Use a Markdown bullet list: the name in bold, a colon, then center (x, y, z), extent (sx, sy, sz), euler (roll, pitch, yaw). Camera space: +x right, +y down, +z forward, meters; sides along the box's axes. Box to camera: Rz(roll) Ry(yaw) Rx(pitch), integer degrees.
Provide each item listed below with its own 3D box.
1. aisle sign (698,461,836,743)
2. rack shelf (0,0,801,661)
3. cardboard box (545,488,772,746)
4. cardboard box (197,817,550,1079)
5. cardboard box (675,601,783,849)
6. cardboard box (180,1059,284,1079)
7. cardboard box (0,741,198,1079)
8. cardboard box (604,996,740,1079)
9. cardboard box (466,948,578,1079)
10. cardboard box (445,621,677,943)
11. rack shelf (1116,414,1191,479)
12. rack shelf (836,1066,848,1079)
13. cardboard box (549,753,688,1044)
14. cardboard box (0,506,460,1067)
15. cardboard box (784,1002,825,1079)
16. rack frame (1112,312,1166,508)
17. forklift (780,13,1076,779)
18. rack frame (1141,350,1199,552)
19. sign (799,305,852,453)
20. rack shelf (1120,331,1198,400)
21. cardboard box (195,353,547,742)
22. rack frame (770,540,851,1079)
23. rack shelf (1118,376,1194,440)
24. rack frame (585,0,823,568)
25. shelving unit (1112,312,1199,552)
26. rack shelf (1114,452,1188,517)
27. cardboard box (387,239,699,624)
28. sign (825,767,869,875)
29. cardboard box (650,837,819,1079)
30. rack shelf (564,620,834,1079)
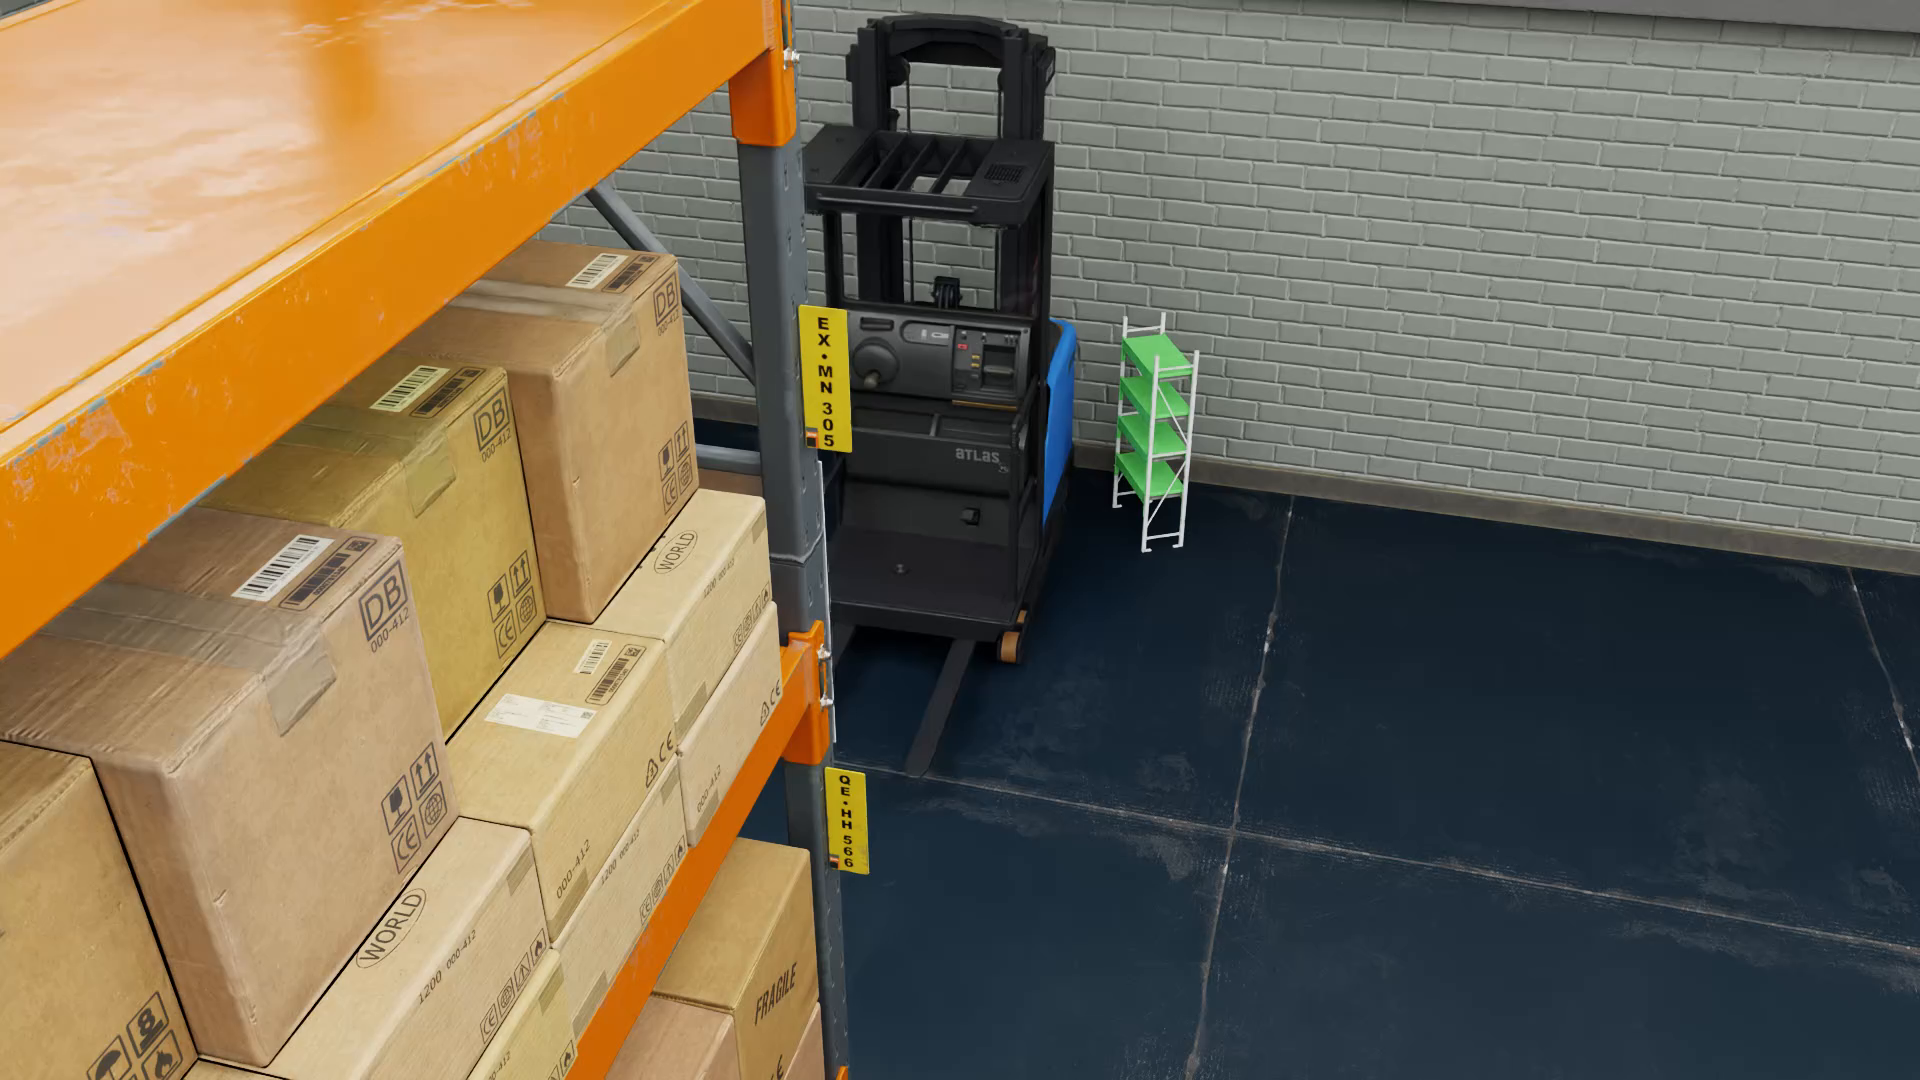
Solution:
- **aisle sign**: center (-0.494, 0.134, 3.889), extent (0.394, 0.787, 0.004), euler (8, 33, 12)
- **rack shelf**: center (-1.315, 0.036, 1.548), extent (1.077, 0.370, 4.000), euler (8, 33, 12)
- **cardboard box**: center (-0.691, 0.113, 3.224), extent (0.500, 0.250, 0.500), euler (8, 33, 12)
- **cardboard box**: center (-0.948, 0.631, 2.408), extent (0.500, 0.250, 0.500), euler (8, 33, 12)
- **cardboard box**: center (-0.683, 0.325, 3.356), extent (0.500, 0.250, 0.500), euler (8, 33, 12)
- **cardboard box**: center (-1.069, 0.892, 1.999), extent (0.500, 0.250, 0.500), euler (8, 33, 12)
- **cardboard box**: center (-1.371, 0.533, 1.865), extent (0.700, 0.500, 0.500), euler (8, 33, 12)
- **cardboard box**: center (-0.782, 1.292, 3.467), extent (0.500, 0.500, 0.500), euler (9, 34, 14)
- **cardboard box**: center (-0.934, 0.844, 2.539), extent (0.500, 0.250, 0.500), euler (8, 33, 12)
- **cardboard box**: center (-0.818, 0.373, 2.816), extent (0.500, 0.250, 0.500), euler (8, 33, 12)
- **rack shelf**: center (1.061, -0.531, 9.157), extent (0.258, 0.148, 0.480), euler (-8, 33, -12)
- **rack shelf**: center (-1.315, 2.567, 3.157), extent (1.077, 0.370, 4.000), euler (8, 33, 12)
- **cardboard box**: center (-0.820, 0.583, 2.950), extent (0.500, 0.250, 0.500), euler (8, 33, 12)
- **cardboard box**: center (-1.154, 0.286, 2.253), extent (0.700, 0.500, 0.500), euler (8, 33, 12)
- **cardboard box**: center (-0.658, 1.453, 4.146), extent (0.500, 0.500, 0.500), euler (9, 34, 14)
- **rack frame**: center (0.999, -0.712, 9.321), extent (0.240, 1.200, 0.015), euler (-8, 33, -12)
- **forklift**: center (-0.167, -0.840, 7.908), extent (1.130, 2.935, 3.031), euler (7, 33, 11)
- **rack frame**: center (1.122, -0.459, 8.923), extent (0.240, 1.200, 0.015), euler (-8, 33, -12)
- **sign**: center (-0.276, -0.328, 3.419), extent (0.100, 0.325, 0.005), euler (8, 33, 12)
- **rack shelf**: center (1.061, -0.937, 8.899), extent (0.258, 0.148, 0.480), euler (-8, 33, -12)
- **cardboard box**: center (-1.131, 0.012, 2.684), extent (0.700, 0.500, 0.500), euler (8, 33, 12)
- **rack frame**: center (-0.807, 1.225, 4.597), extent (1.000, 3.000, 0.127), euler (8, 33, 12)
- **rack shelf**: center (1.061, -0.734, 9.028), extent (0.258, 0.148, 0.480), euler (-8, 33, -12)
- **rack frame**: center (-0.807, -1.306, 2.987), extent (1.000, 3.000, 0.127), euler (8, 33, 12)
- **shelving unit**: center (1.061, -0.585, 9.122), extent (0.258, 1.200, 0.503), euler (-8, 33, -12)
- **rack shelf**: center (1.061, -0.329, 9.285), extent (0.258, 0.148, 0.480), euler (-8, 33, -12)
- **cardboard box**: center (-0.922, -0.236, 3.074), extent (0.700, 0.500, 0.500), euler (8, 33, 12)
- **sign**: center (-0.276, 0.689, 4.066), extent (0.100, 0.325, 0.005), euler (8, 33, 12)
- **cardboard box**: center (-0.654, 1.030, 3.879), extent (0.500, 0.500, 0.500), euler (8, 33, 12)
- **rack shelf**: center (-1.315, 1.301, 2.352), extent (1.077, 0.370, 4.000), euler (8, 33, 12)
